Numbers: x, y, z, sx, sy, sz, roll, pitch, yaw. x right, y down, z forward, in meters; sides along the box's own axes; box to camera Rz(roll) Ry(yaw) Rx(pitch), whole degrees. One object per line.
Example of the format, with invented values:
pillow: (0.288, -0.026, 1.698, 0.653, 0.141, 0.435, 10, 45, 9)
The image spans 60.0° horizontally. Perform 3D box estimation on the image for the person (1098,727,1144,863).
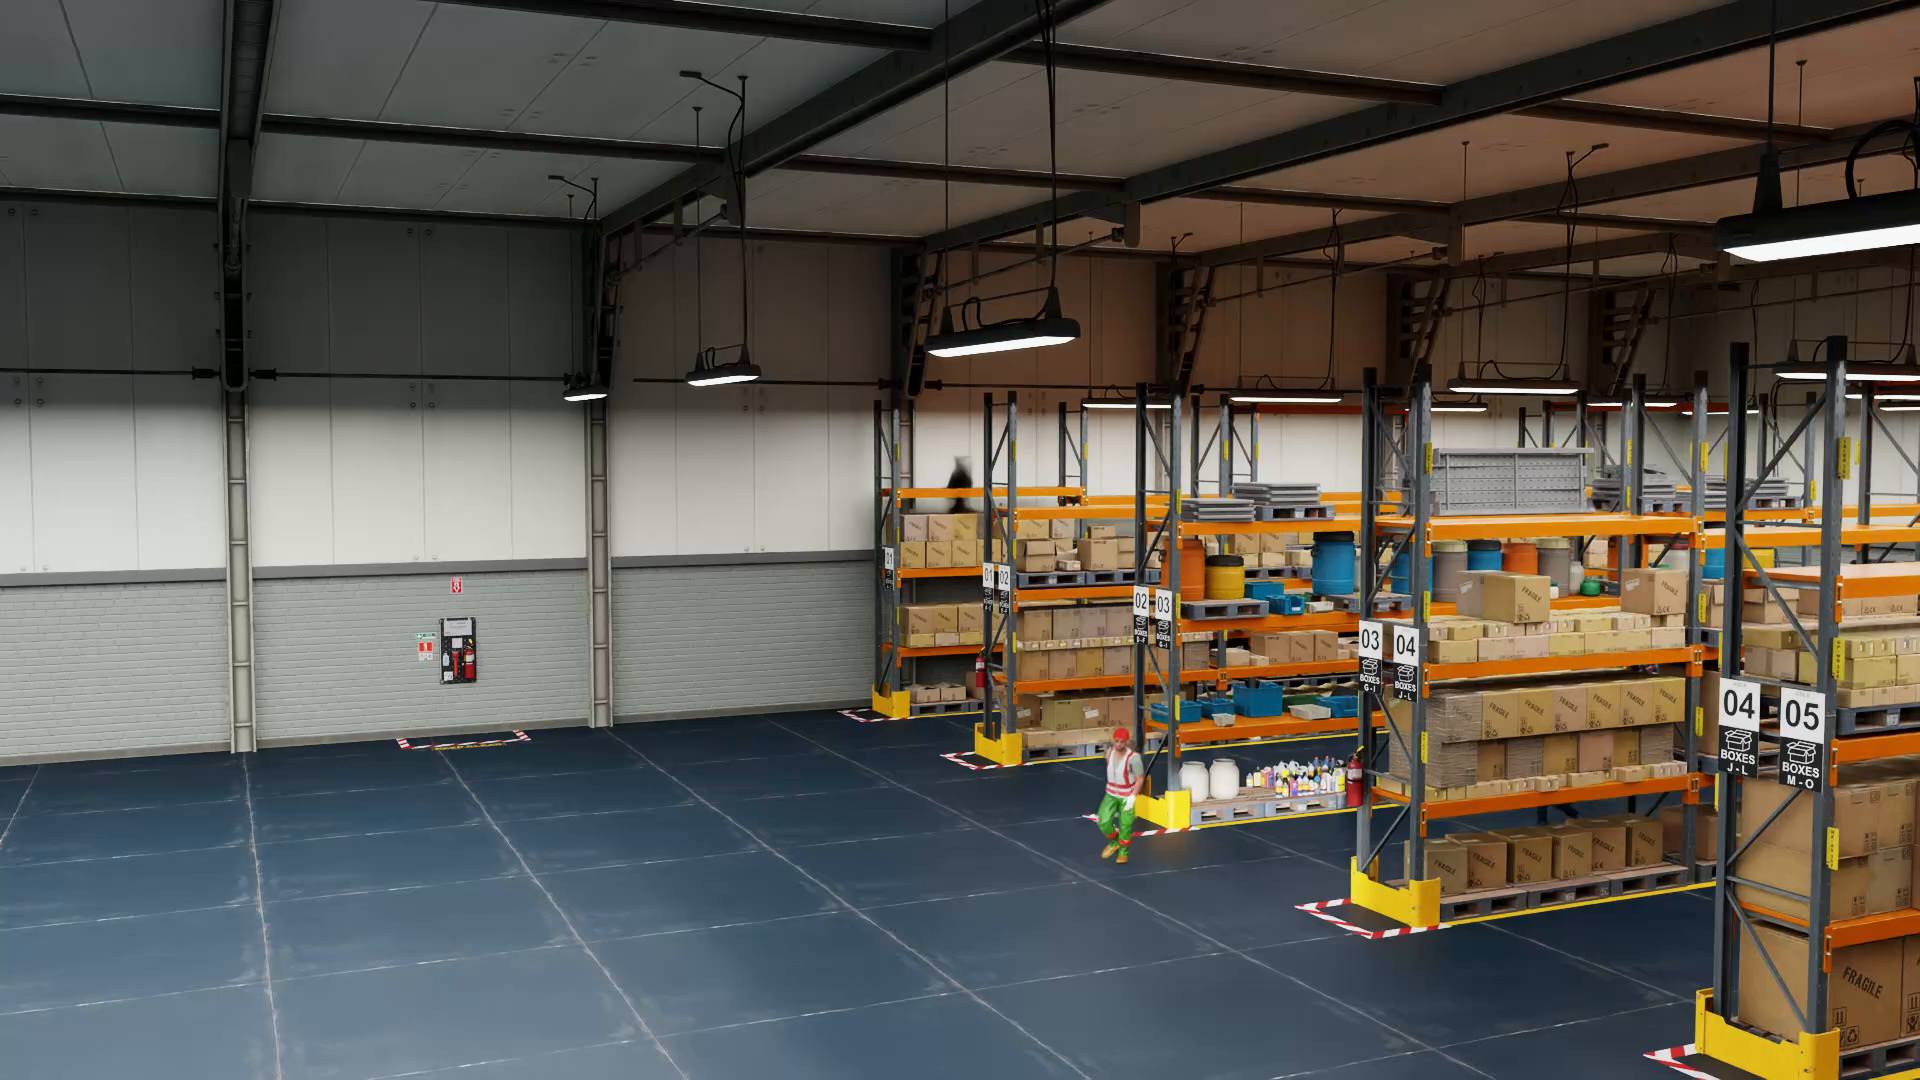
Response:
person: (1.981, 3.112, 20.242, 0.629, 1.724, 0.716, 2, 4, 29)

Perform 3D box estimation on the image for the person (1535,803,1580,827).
person: (7.806, 3.110, 21.750, 0.734, 1.626, 0.533, -1, 4, -19)
